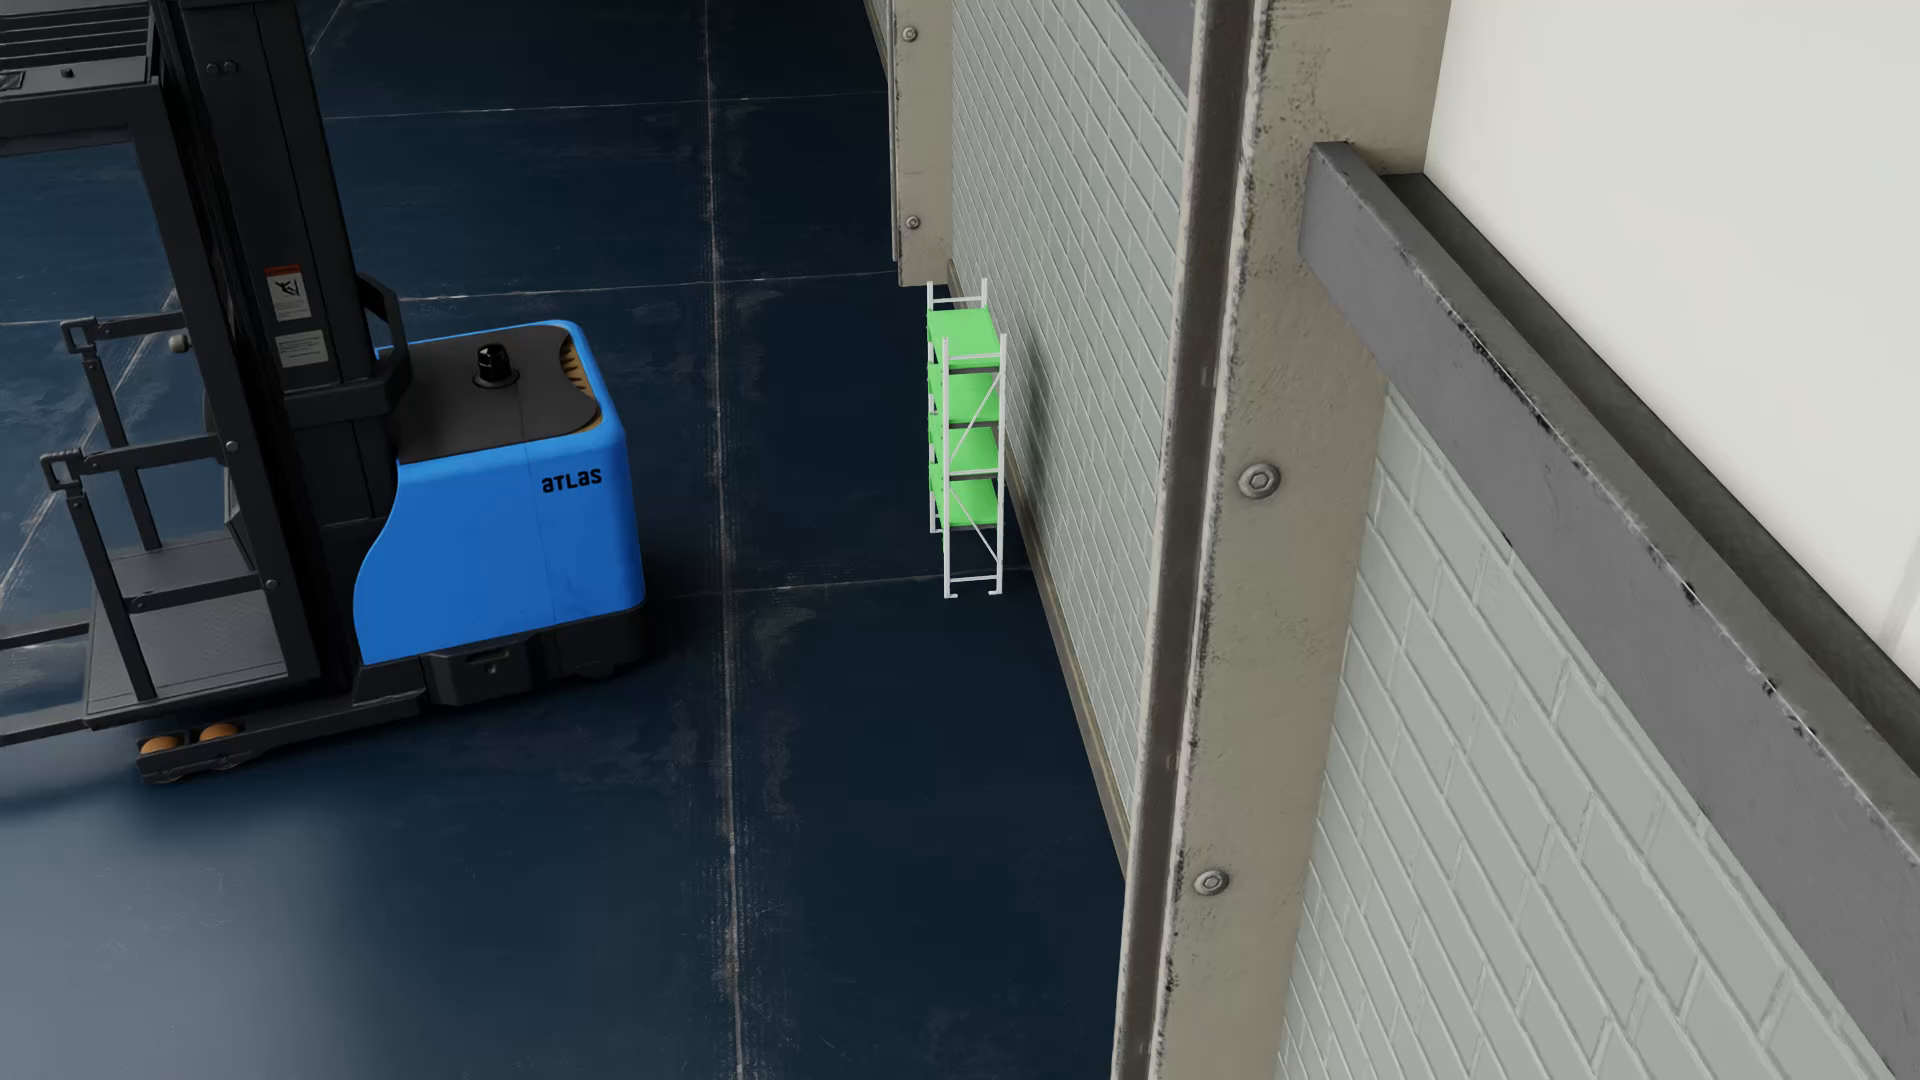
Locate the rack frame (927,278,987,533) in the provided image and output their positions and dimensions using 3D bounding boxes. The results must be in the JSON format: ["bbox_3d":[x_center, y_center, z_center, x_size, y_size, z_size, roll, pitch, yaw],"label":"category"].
[{"bbox_3d":[-0.011,-0.540,6.976,0.240,1.200,0.015,-4,35,-6],"label":"rack frame"}]

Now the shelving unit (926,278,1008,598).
[{"bbox_3d":[0.022,-0.403,6.777,0.258,1.200,0.503,-4,35,-6],"label":"shelving unit"}]

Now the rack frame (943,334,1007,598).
[{"bbox_3d":[0.055,-0.267,6.577,0.240,1.200,0.015,-4,35,-6],"label":"rack frame"}]

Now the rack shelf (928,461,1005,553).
[{"bbox_3d":[0.022,-0.152,6.948,0.258,0.148,0.480,-4,35,-6],"label":"rack shelf"}]

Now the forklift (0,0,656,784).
[{"bbox_3d":[-2.764,-0.677,5.641,3.031,2.935,1.130,-12,36,-17],"label":"forklift"}]

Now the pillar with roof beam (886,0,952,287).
[{"bbox_3d":[-4.478,-4.938,6.505,9.100,9.000,0.400,-4,35,-6],"label":"pillar with roof beam"}]

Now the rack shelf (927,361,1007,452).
[{"bbox_3d":[0.022,-0.549,6.677,0.258,0.148,0.480,-4,35,-6],"label":"rack shelf"}]

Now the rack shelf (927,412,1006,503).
[{"bbox_3d":[0.022,-0.351,6.813,0.258,0.148,0.480,-4,35,-6],"label":"rack shelf"}]

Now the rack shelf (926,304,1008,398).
[{"bbox_3d":[0.022,-0.747,6.542,0.258,0.148,0.480,-4,35,-6],"label":"rack shelf"}]
